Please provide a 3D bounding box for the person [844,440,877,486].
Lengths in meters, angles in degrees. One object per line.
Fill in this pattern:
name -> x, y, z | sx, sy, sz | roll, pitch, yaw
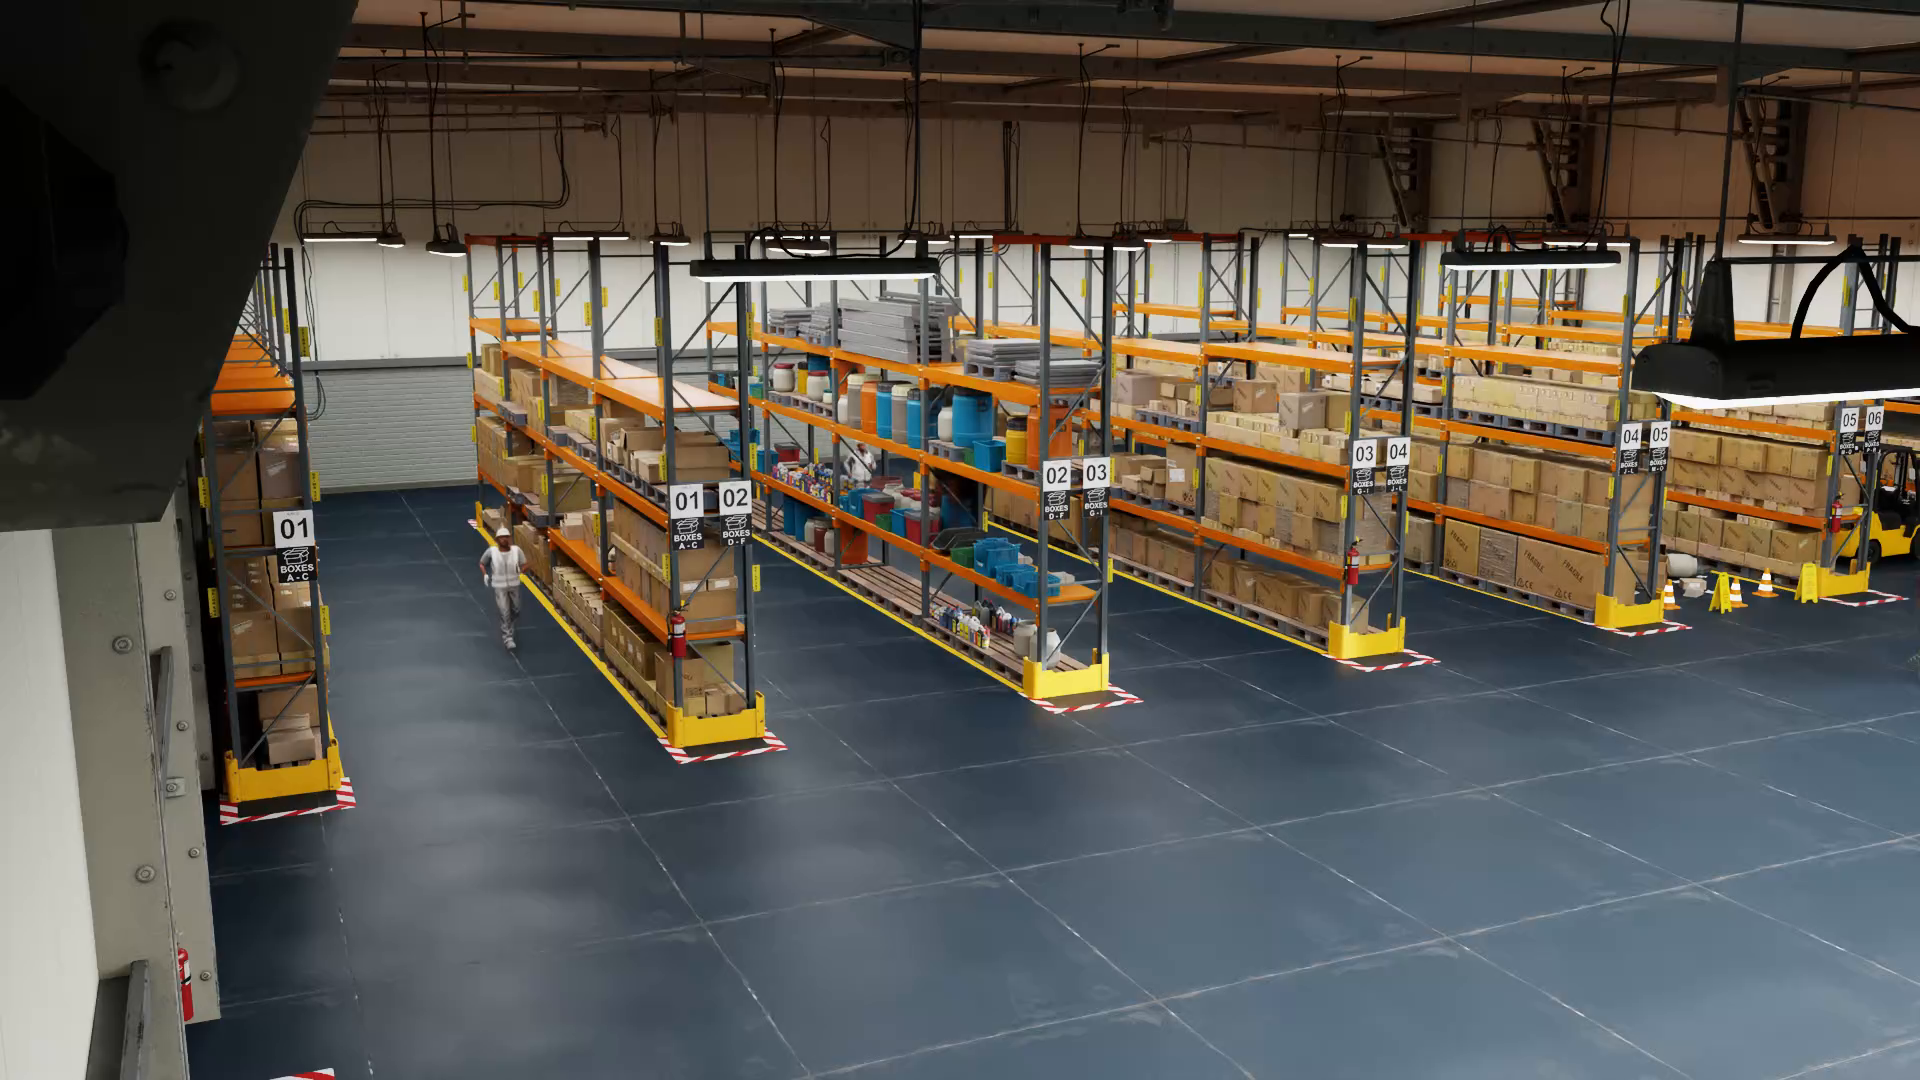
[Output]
person -> -2.084, -1.290, 35.057 | 0.658, 1.755, 0.914 | -6, 13, -30

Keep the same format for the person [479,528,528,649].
person -> -6.789, 0.692, 24.873 | 0.696, 1.755, 0.896 | -5, 12, -26
